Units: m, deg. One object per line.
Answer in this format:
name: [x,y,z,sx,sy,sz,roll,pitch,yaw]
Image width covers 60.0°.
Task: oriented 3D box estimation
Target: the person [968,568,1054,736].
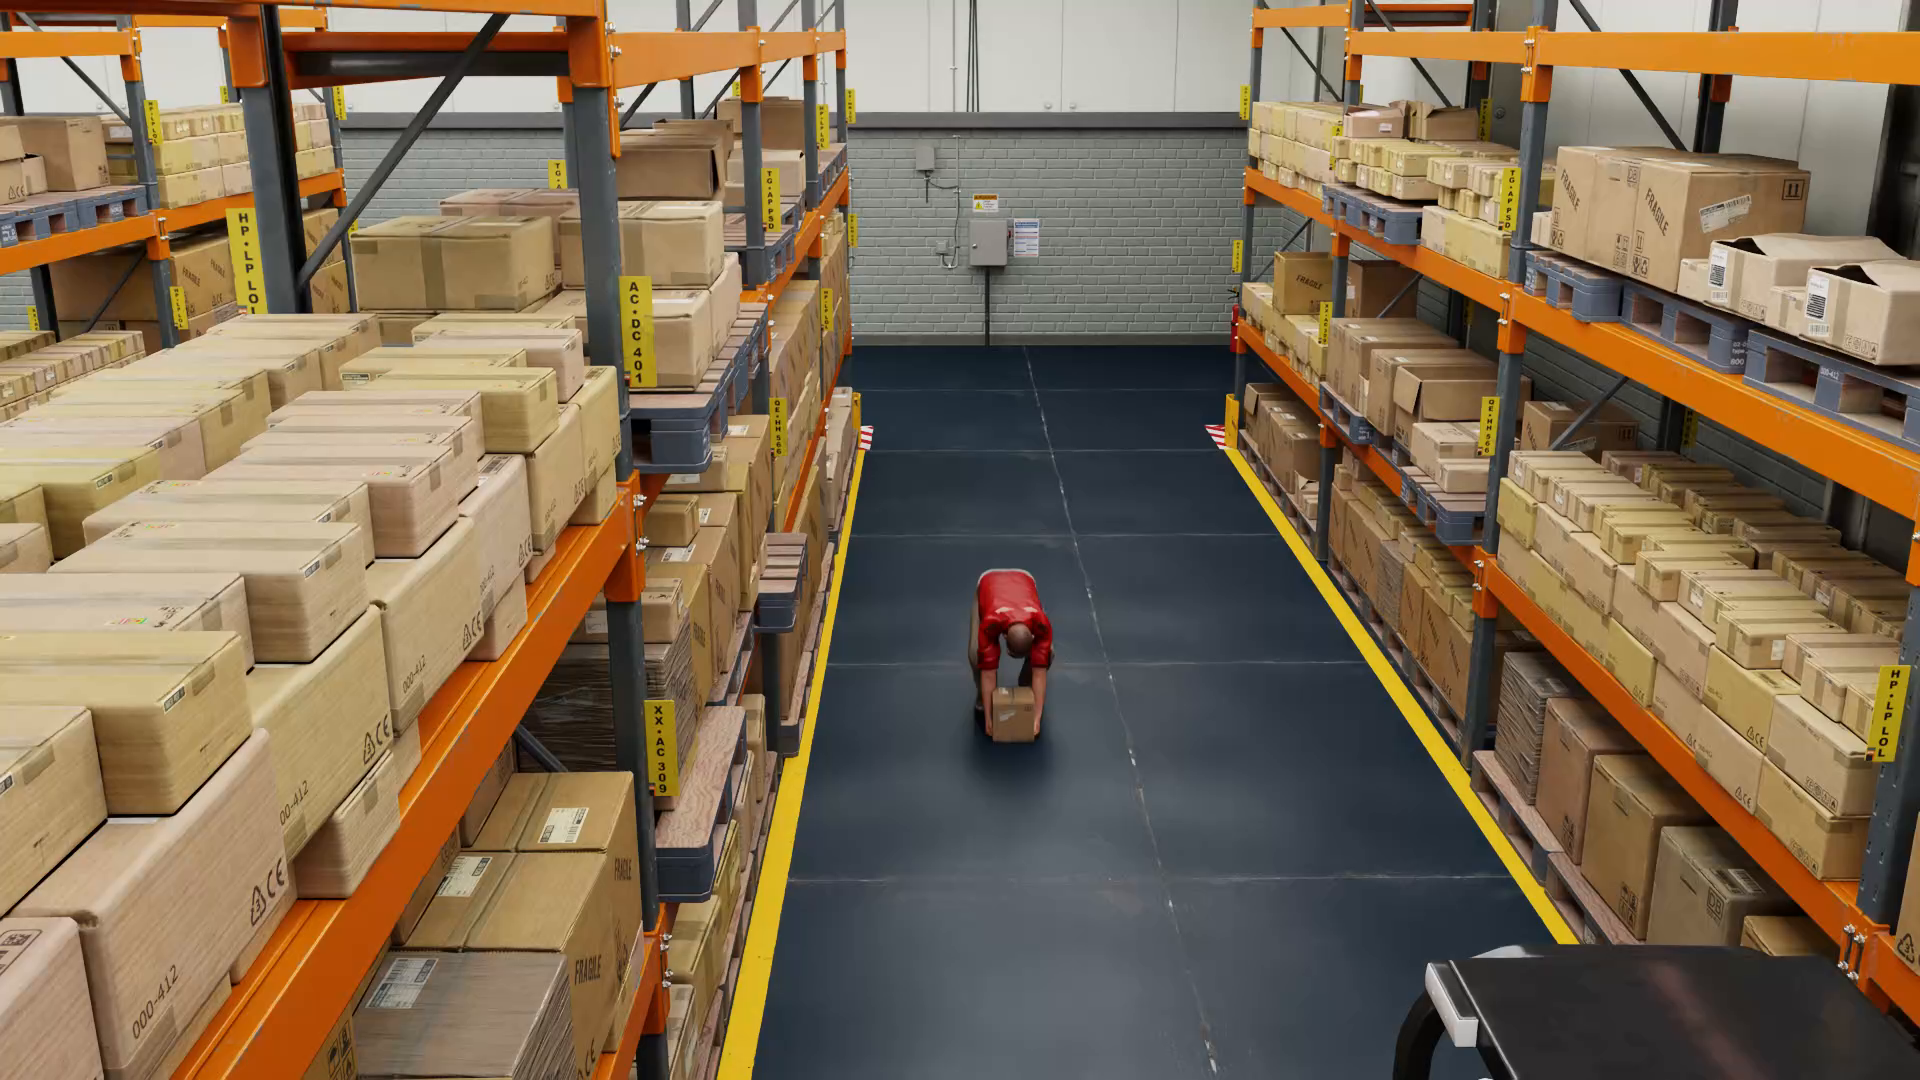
person: [0.319,0.681,10.303,0.543,0.884,0.956,-1,17,-3]
